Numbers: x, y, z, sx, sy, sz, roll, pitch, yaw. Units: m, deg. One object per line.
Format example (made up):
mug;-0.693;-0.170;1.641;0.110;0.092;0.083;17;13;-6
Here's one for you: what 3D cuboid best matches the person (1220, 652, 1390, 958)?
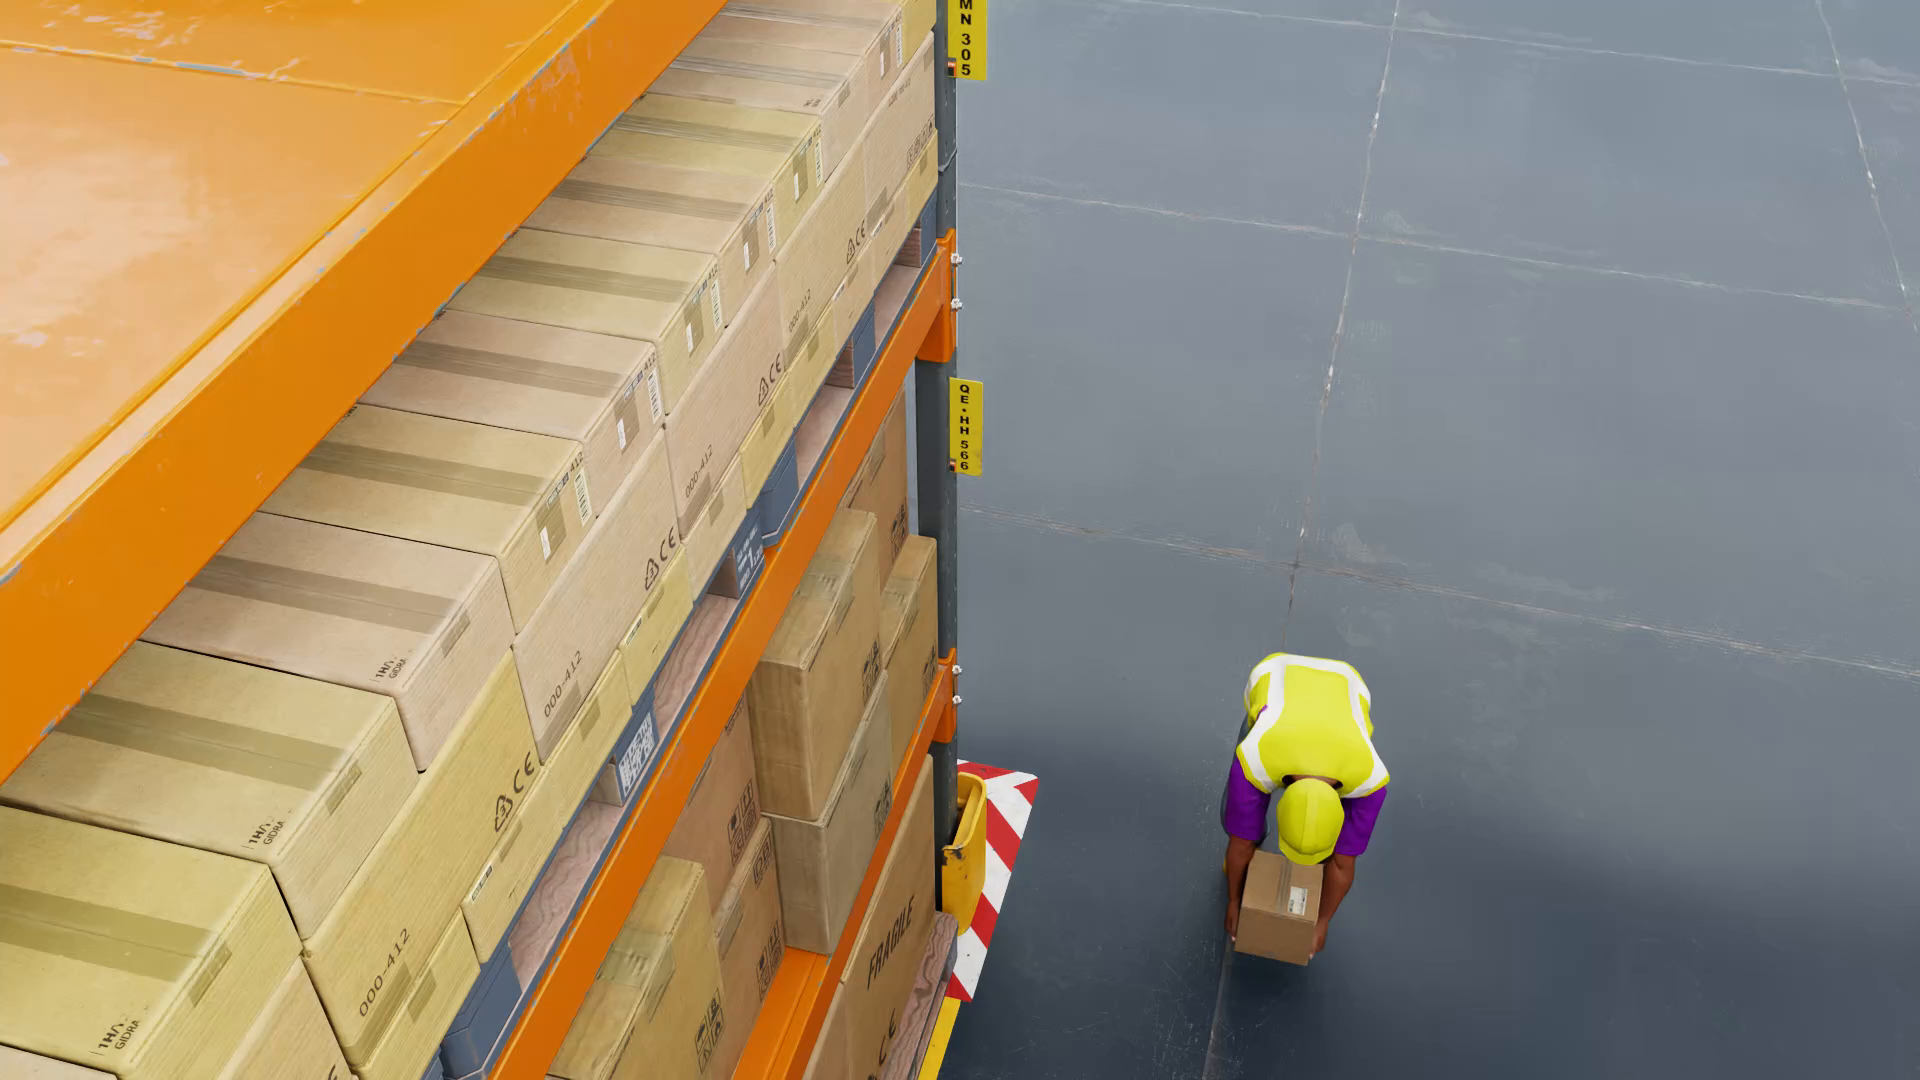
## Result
person;1.171;0.940;5.770;0.522;1.042;0.965;8;41;9
